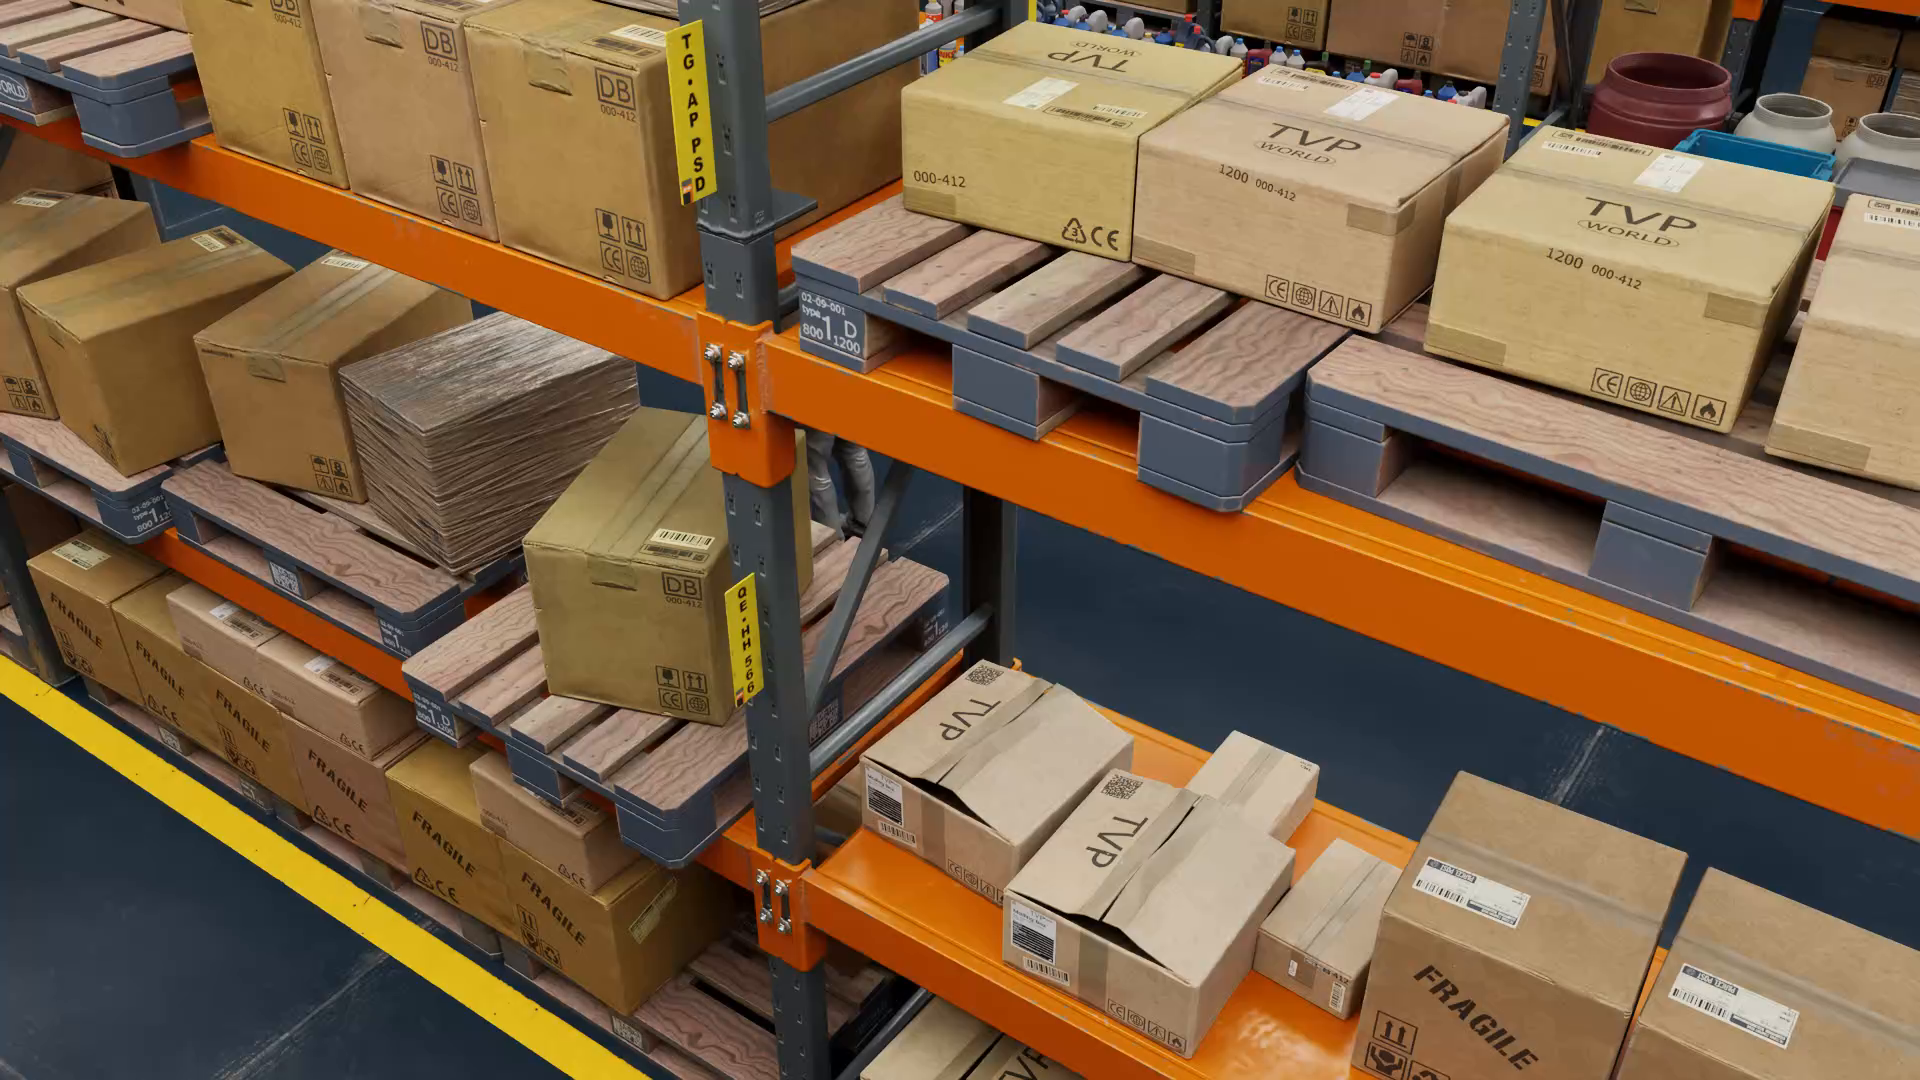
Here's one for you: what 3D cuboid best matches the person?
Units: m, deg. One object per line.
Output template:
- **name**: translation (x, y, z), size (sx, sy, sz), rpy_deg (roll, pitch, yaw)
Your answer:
- **person**: translation (-0.628, -0.704, 7.158), size (0.563, 1.762, 0.494), rpy_deg (22, 40, 29)
